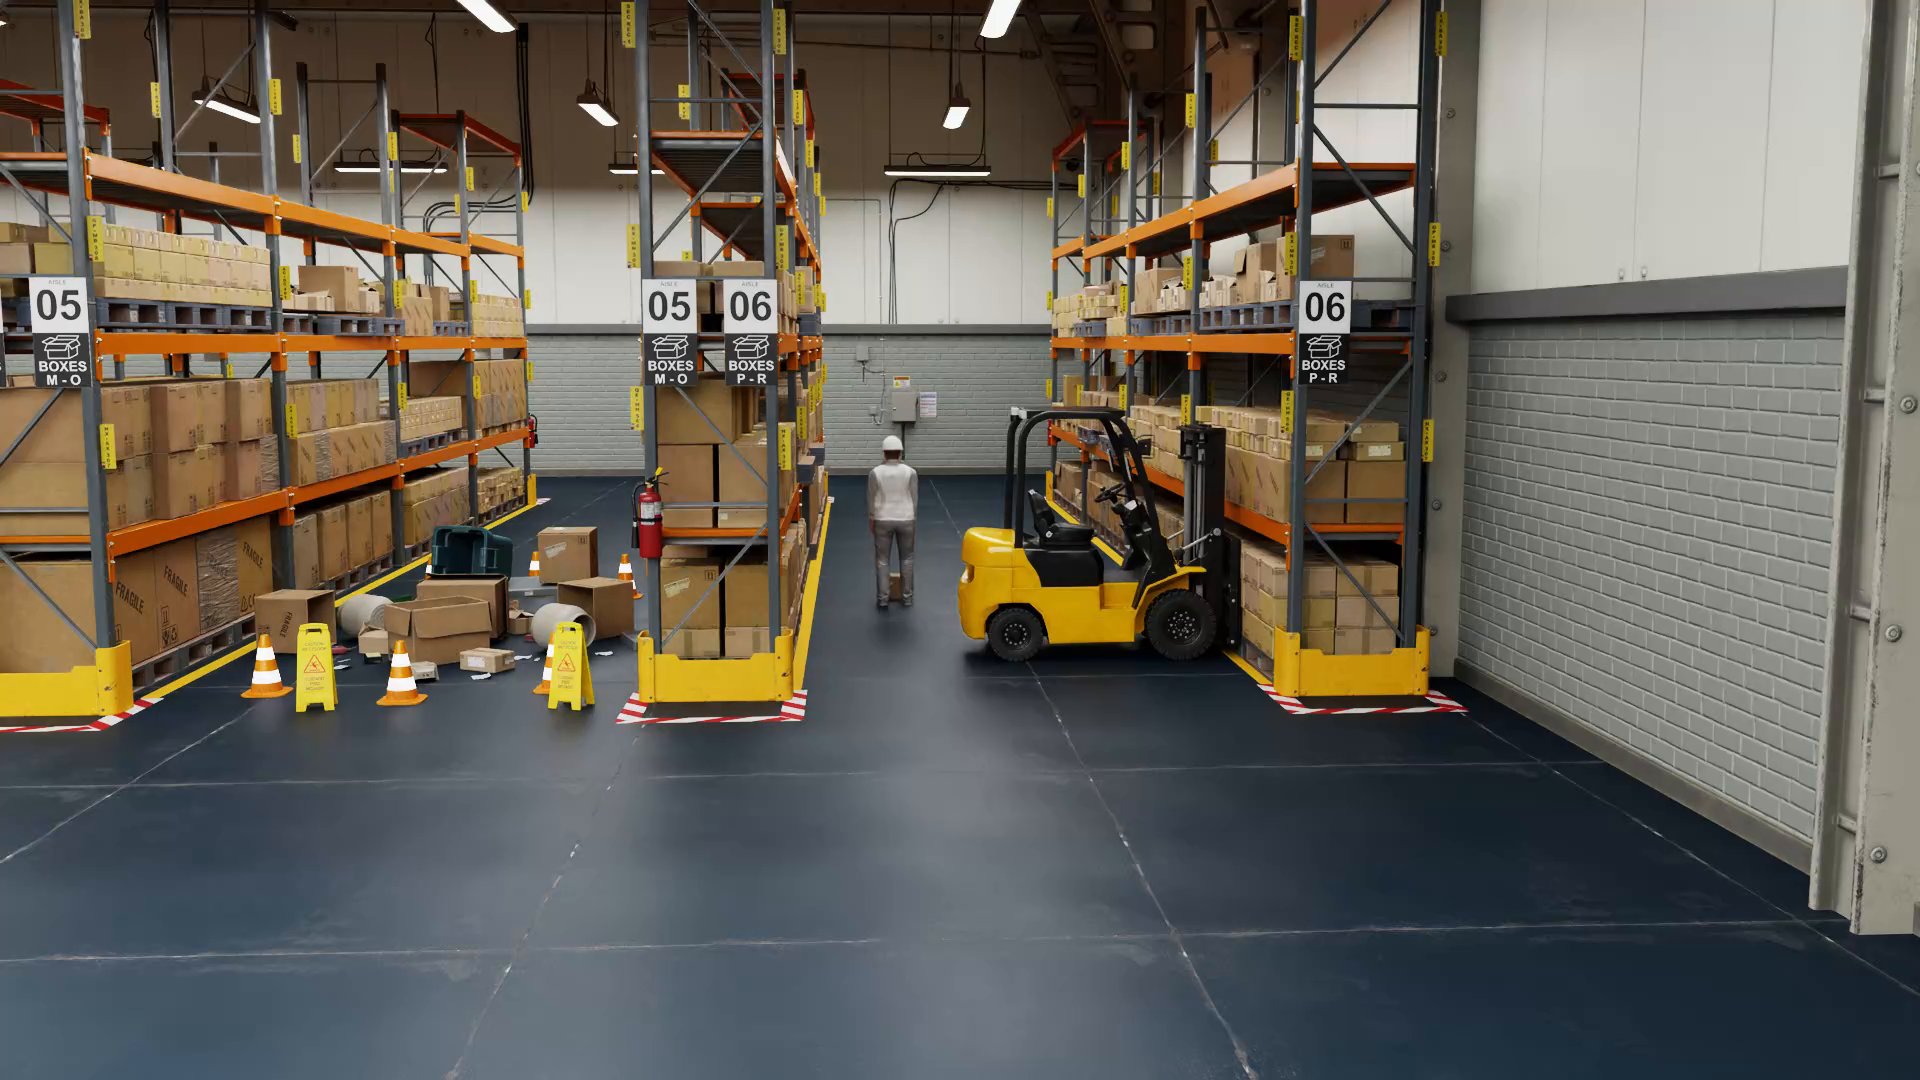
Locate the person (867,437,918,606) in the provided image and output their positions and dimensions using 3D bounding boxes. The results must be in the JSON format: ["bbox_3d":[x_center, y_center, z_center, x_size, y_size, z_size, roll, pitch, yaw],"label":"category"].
[{"bbox_3d":[-0.704,-0.191,17.312,0.534,1.768,0.357,0,7,-3],"label":"person"}]
